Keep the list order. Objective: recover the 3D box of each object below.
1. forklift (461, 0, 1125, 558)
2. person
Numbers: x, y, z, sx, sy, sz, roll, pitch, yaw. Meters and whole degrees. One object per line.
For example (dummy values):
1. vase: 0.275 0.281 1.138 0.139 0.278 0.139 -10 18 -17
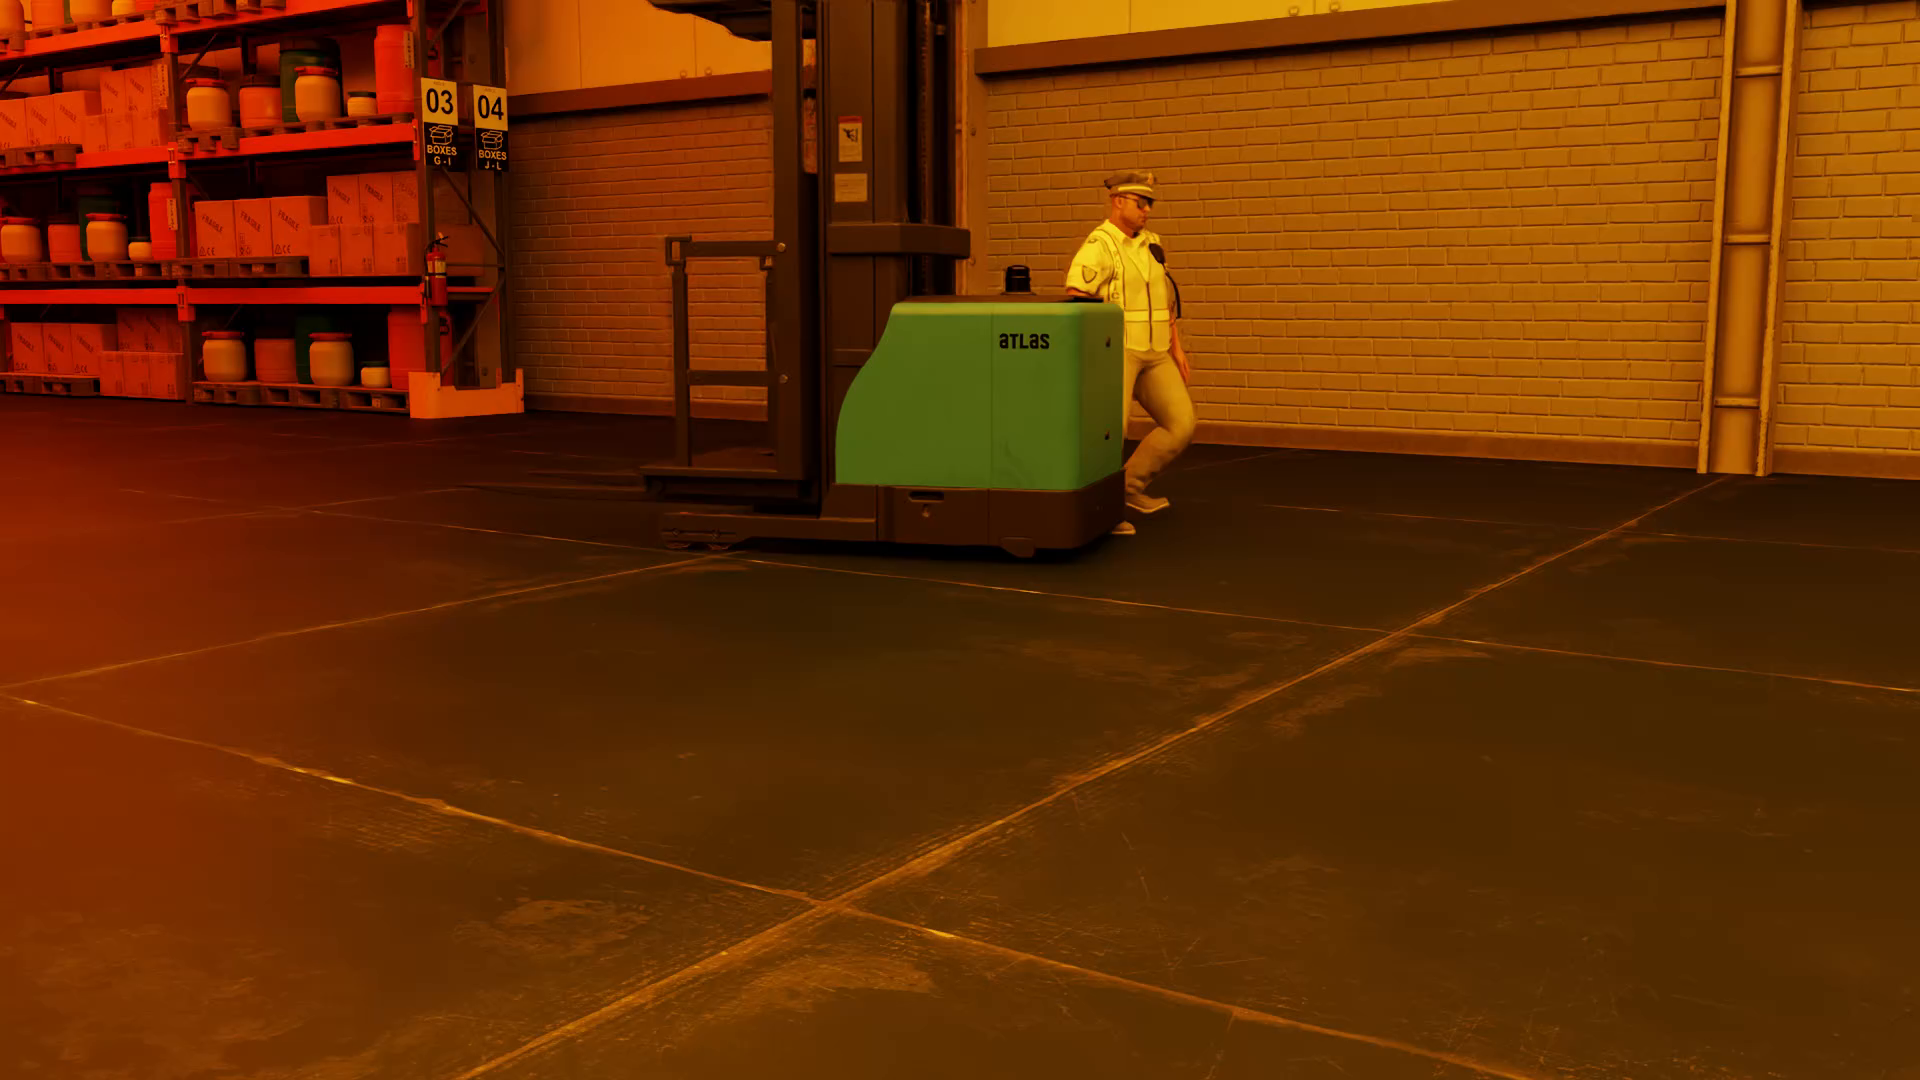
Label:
1. forklift: -0.813 -1.472 7.542 3.031 2.935 1.130 2 8 17
2. person: 0.825 -0.898 7.951 0.765 1.696 0.556 -5 10 -32
